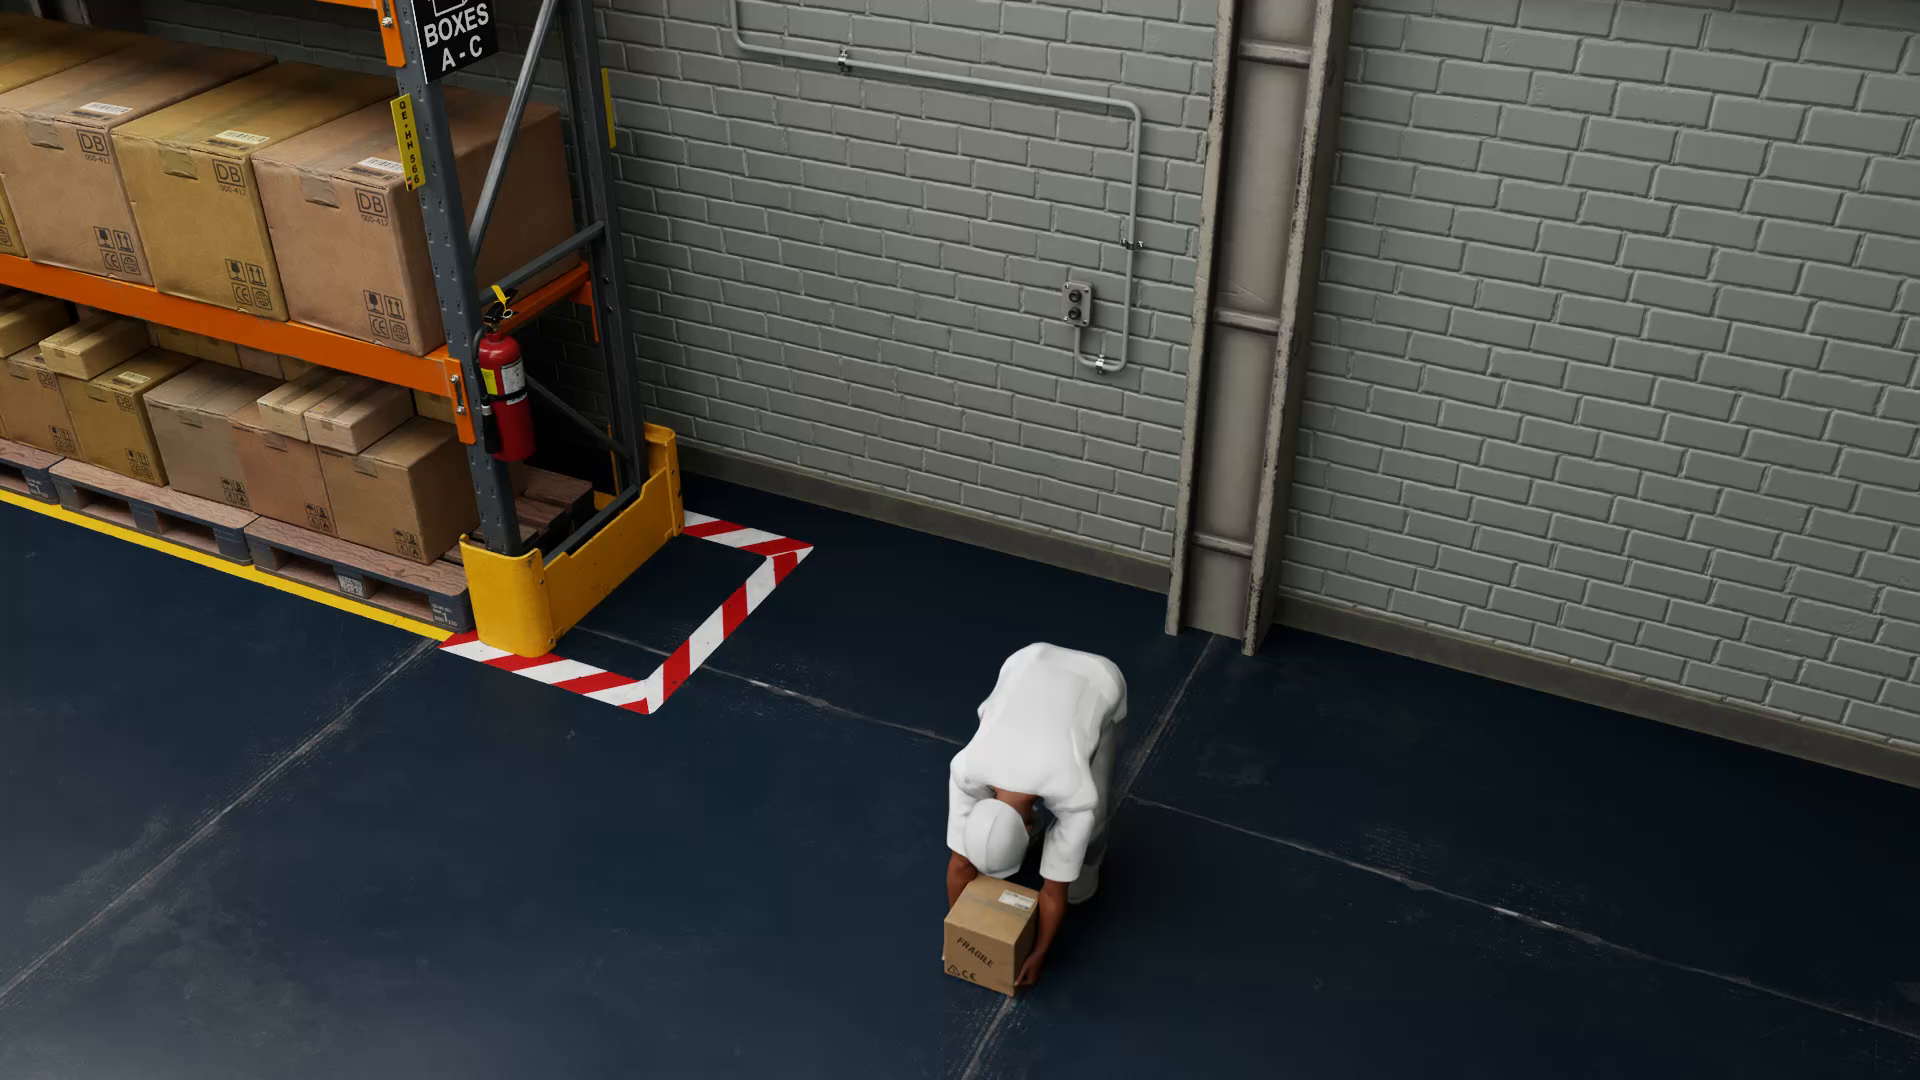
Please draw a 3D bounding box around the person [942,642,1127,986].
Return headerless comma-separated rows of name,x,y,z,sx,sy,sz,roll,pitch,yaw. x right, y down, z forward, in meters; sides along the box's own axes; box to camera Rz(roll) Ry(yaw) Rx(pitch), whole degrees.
person,0.253,0.912,5.583,0.503,0.862,0.977,13,36,19
